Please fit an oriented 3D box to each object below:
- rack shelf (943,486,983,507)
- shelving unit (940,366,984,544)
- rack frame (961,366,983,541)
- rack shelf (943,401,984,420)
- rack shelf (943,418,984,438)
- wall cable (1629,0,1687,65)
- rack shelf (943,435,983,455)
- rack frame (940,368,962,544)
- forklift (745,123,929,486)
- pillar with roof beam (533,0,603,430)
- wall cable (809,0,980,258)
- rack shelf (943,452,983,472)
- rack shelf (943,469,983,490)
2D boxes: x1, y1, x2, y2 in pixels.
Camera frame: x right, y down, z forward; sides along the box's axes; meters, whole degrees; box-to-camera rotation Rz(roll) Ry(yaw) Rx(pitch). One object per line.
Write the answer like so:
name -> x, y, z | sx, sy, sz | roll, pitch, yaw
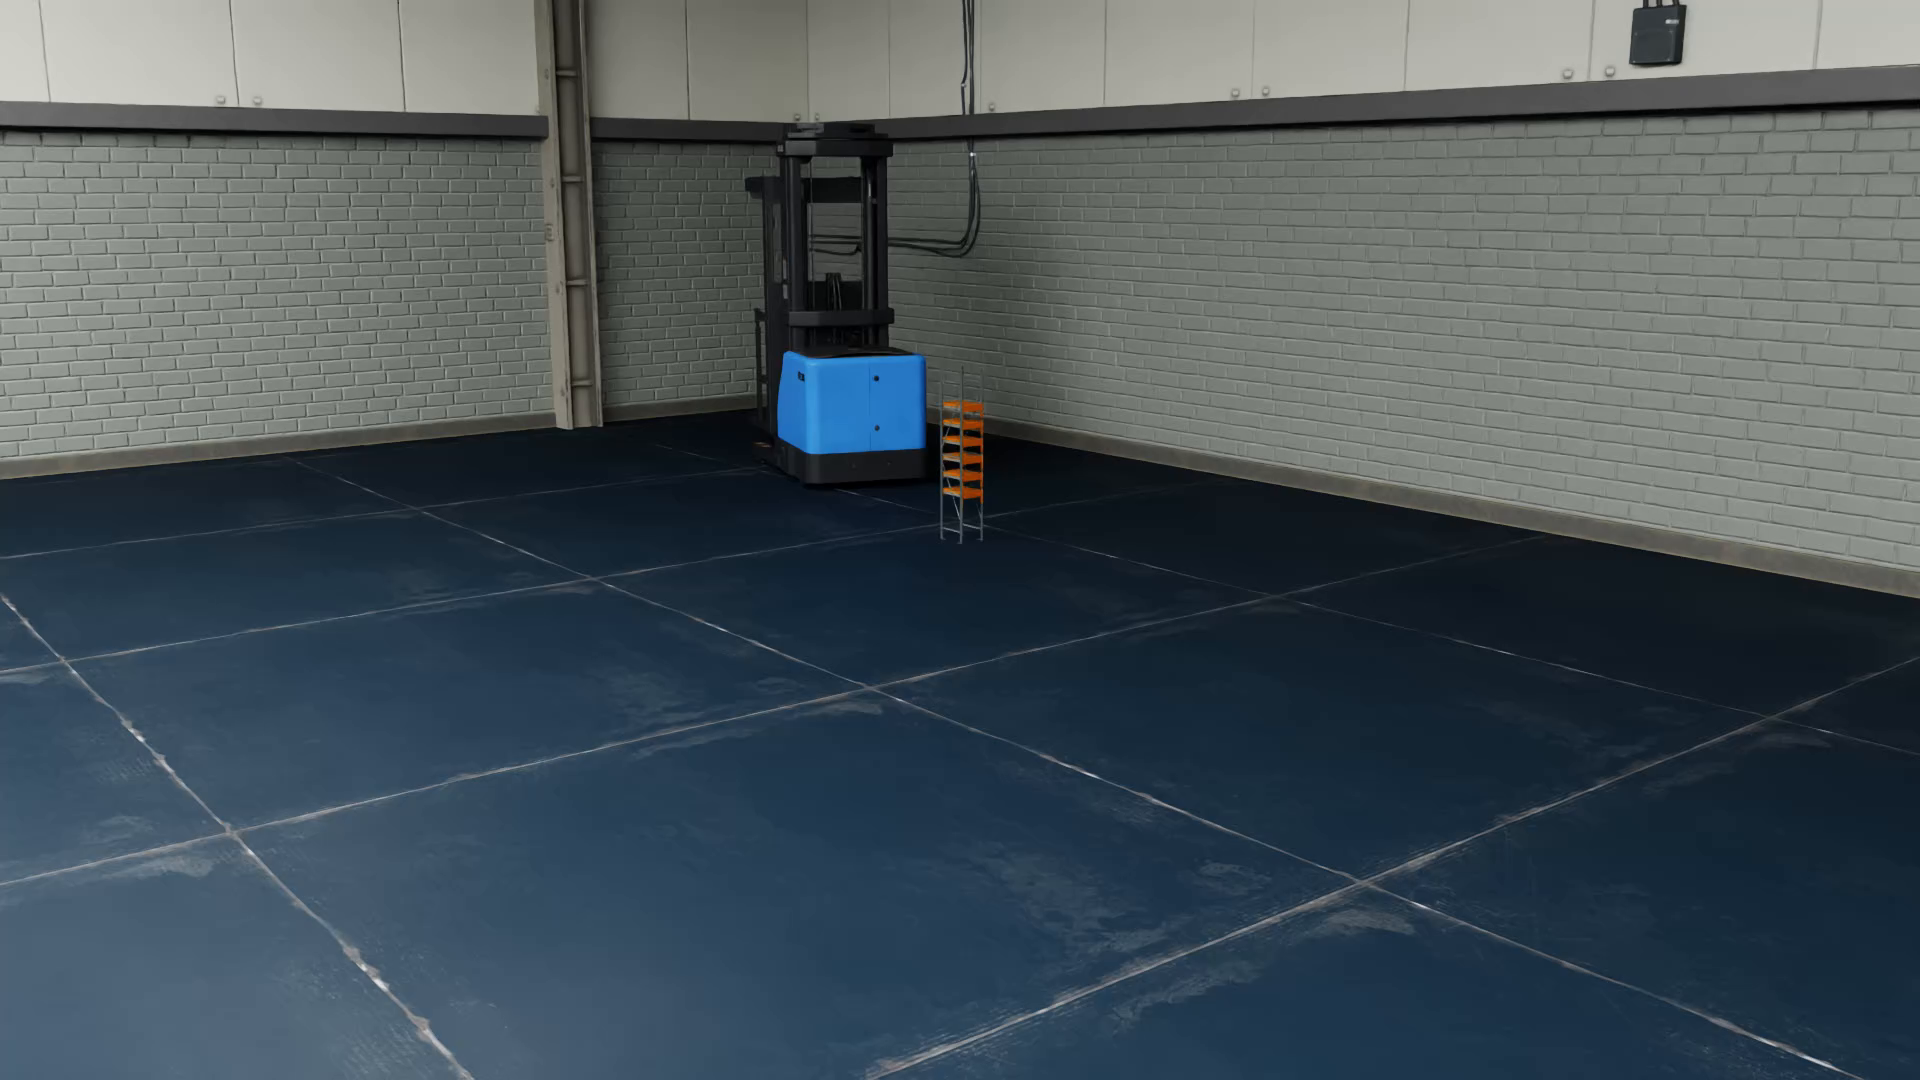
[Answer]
rack shelf -> 0.011, -0.311, 11.572 | 0.180, 0.103, 0.258 | -9, 15, -38
shelving unit -> 0.011, -0.589, 11.513 | 0.189, 1.200, 0.258 | -9, 15, -38
rack frame -> 0.083, -0.601, 11.569 | 0.006, 1.200, 0.240 | -9, 15, -38
rack shelf -> 0.011, -0.897, 11.447 | 0.180, 0.103, 0.258 | -9, 15, -38
rack shelf -> 0.011, -0.780, 11.472 | 0.180, 0.103, 0.258 | -9, 15, -38
wall cable -> 5.120, -5.863, 9.386 | 0.169, 6.003, 2.305 | -9, 15, -38
rack shelf -> 0.011, -0.663, 11.497 | 0.180, 0.103, 0.258 | -9, 15, -38
rack frame -> -0.060, -0.577, 11.457 | 0.006, 1.200, 0.240 | -9, 15, -38
forklift -> -1.242, -2.142, 14.661 | 1.130, 2.935, 3.031 | -4, 13, -20
pillar with roof beam -> -1.235, -4.875, 12.922 | 0.400, 9.000, 9.100 | -9, 15, -38
wall cable -> -0.798, -4.222, 17.323 | 0.112, 2.526, 3.097 | -9, 15, -38
rack shelf -> 0.011, -0.545, 11.522 | 0.180, 0.103, 0.258 | -9, 15, -38
rack shelf -> 0.011, -0.428, 11.547 | 0.180, 0.103, 0.258 | -9, 15, -38
